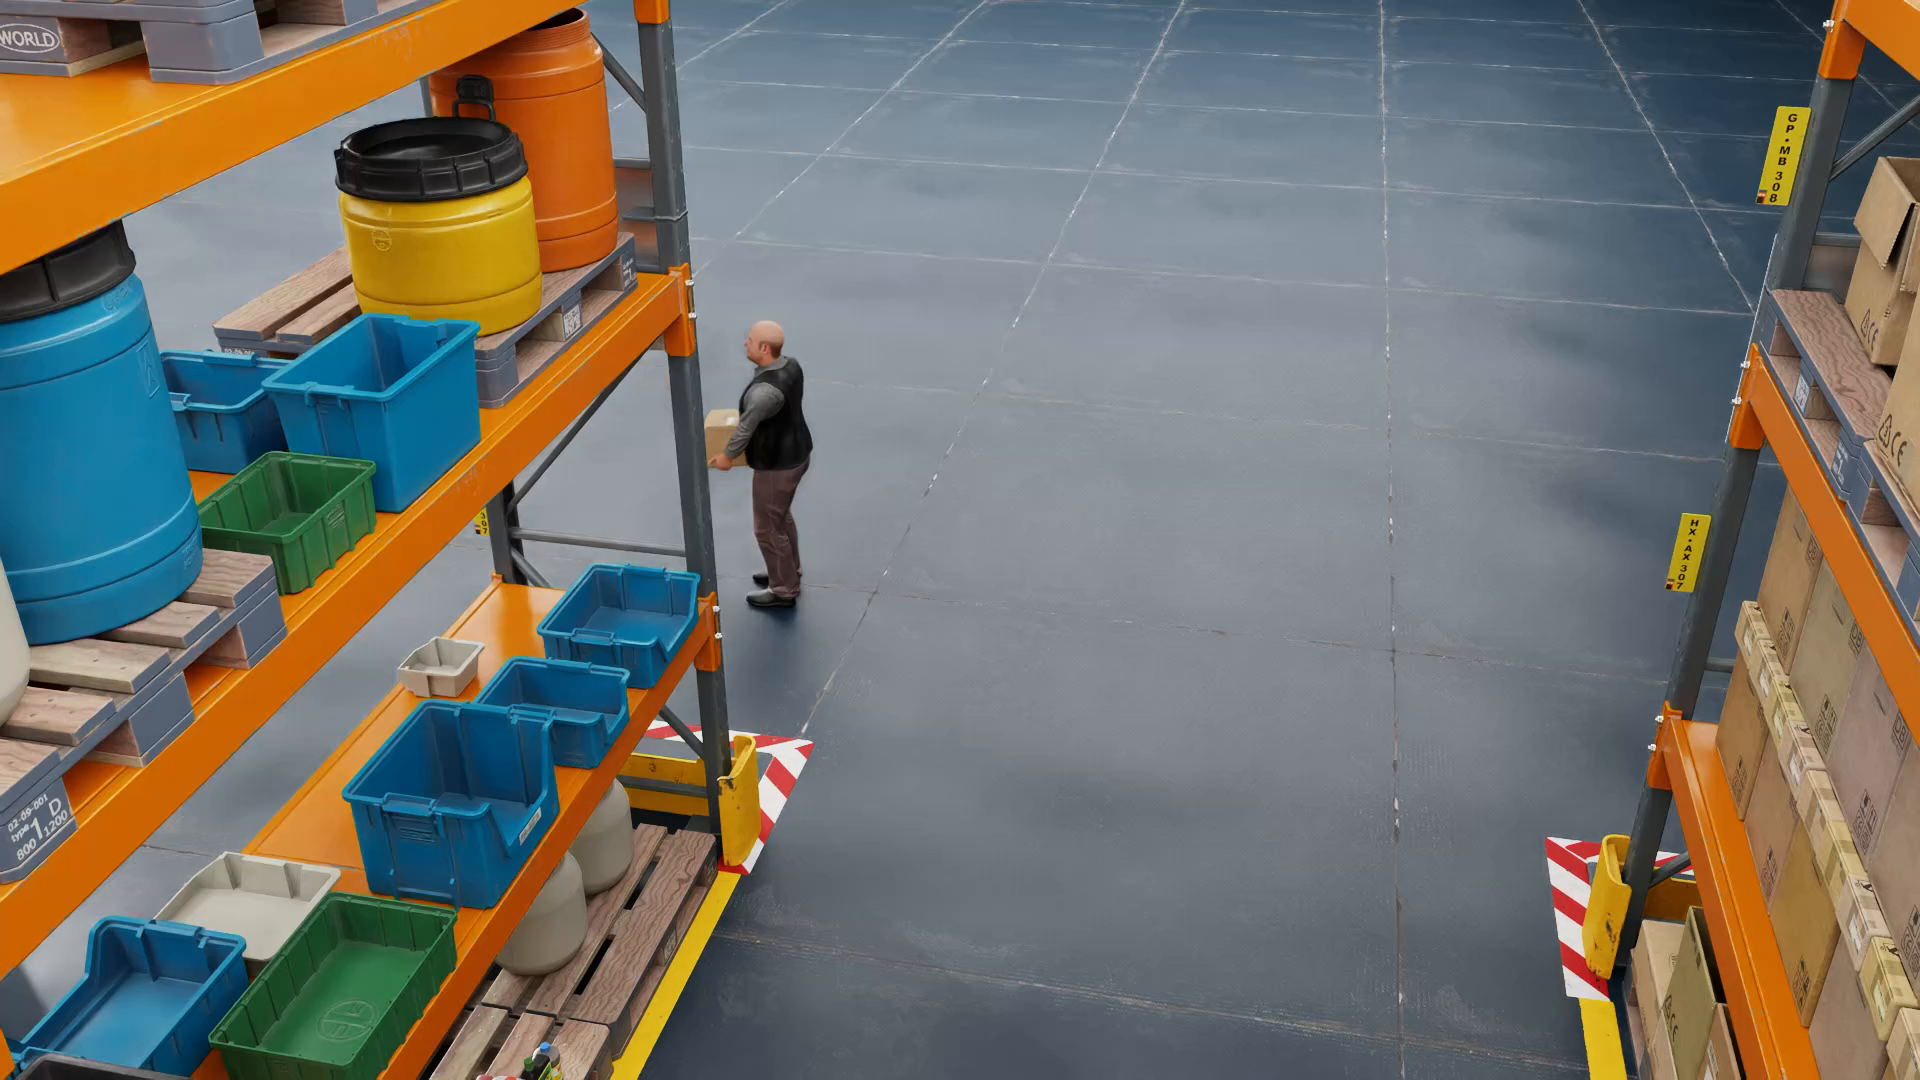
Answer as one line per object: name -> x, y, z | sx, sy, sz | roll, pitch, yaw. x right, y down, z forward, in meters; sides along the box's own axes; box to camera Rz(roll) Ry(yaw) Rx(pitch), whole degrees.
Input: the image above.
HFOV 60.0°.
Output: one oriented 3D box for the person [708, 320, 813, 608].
person -> -1.127, -0.439, 9.459 | 0.554, 1.721, 0.495 | 5, 29, 10
